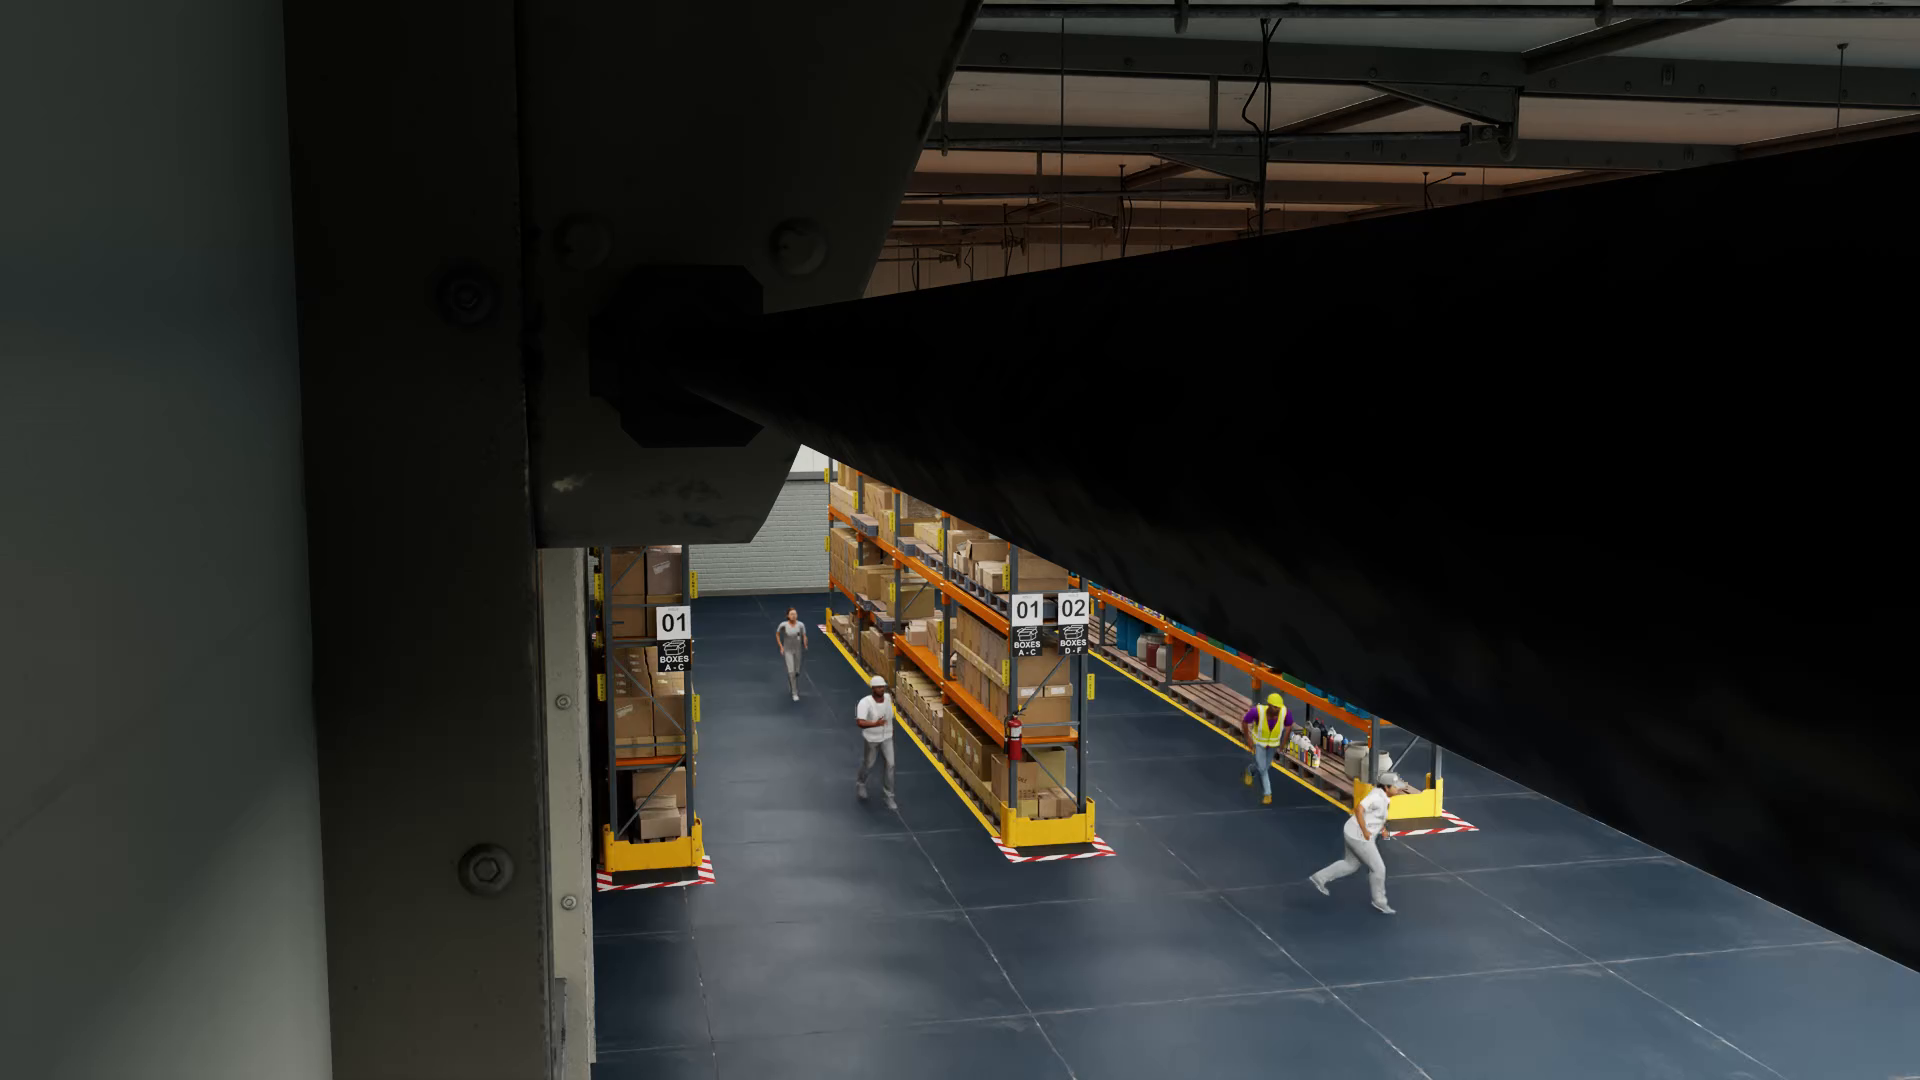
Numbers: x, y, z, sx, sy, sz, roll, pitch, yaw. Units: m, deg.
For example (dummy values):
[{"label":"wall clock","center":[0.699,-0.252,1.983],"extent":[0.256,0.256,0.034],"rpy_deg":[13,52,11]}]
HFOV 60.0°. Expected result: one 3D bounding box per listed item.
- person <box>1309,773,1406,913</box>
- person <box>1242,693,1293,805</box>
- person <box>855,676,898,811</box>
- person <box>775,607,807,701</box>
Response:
[{"label":"person","center":[4.425,3.373,18.574],"extent":[1.028,1.627,0.639],"rpy_deg":[3,7,20]},{"label":"person","center":[4.227,2.830,23.068],"extent":[0.703,1.600,1.115],"rpy_deg":[-1,7,-8]},{"label":"person","center":[-1.149,2.738,22.770],"extent":[0.681,1.802,0.897],"rpy_deg":[-4,8,-31]},{"label":"person","center":[-3.023,2.000,29.757],"extent":[0.549,1.644,0.813],"rpy_deg":[-2,7,-18]}]
